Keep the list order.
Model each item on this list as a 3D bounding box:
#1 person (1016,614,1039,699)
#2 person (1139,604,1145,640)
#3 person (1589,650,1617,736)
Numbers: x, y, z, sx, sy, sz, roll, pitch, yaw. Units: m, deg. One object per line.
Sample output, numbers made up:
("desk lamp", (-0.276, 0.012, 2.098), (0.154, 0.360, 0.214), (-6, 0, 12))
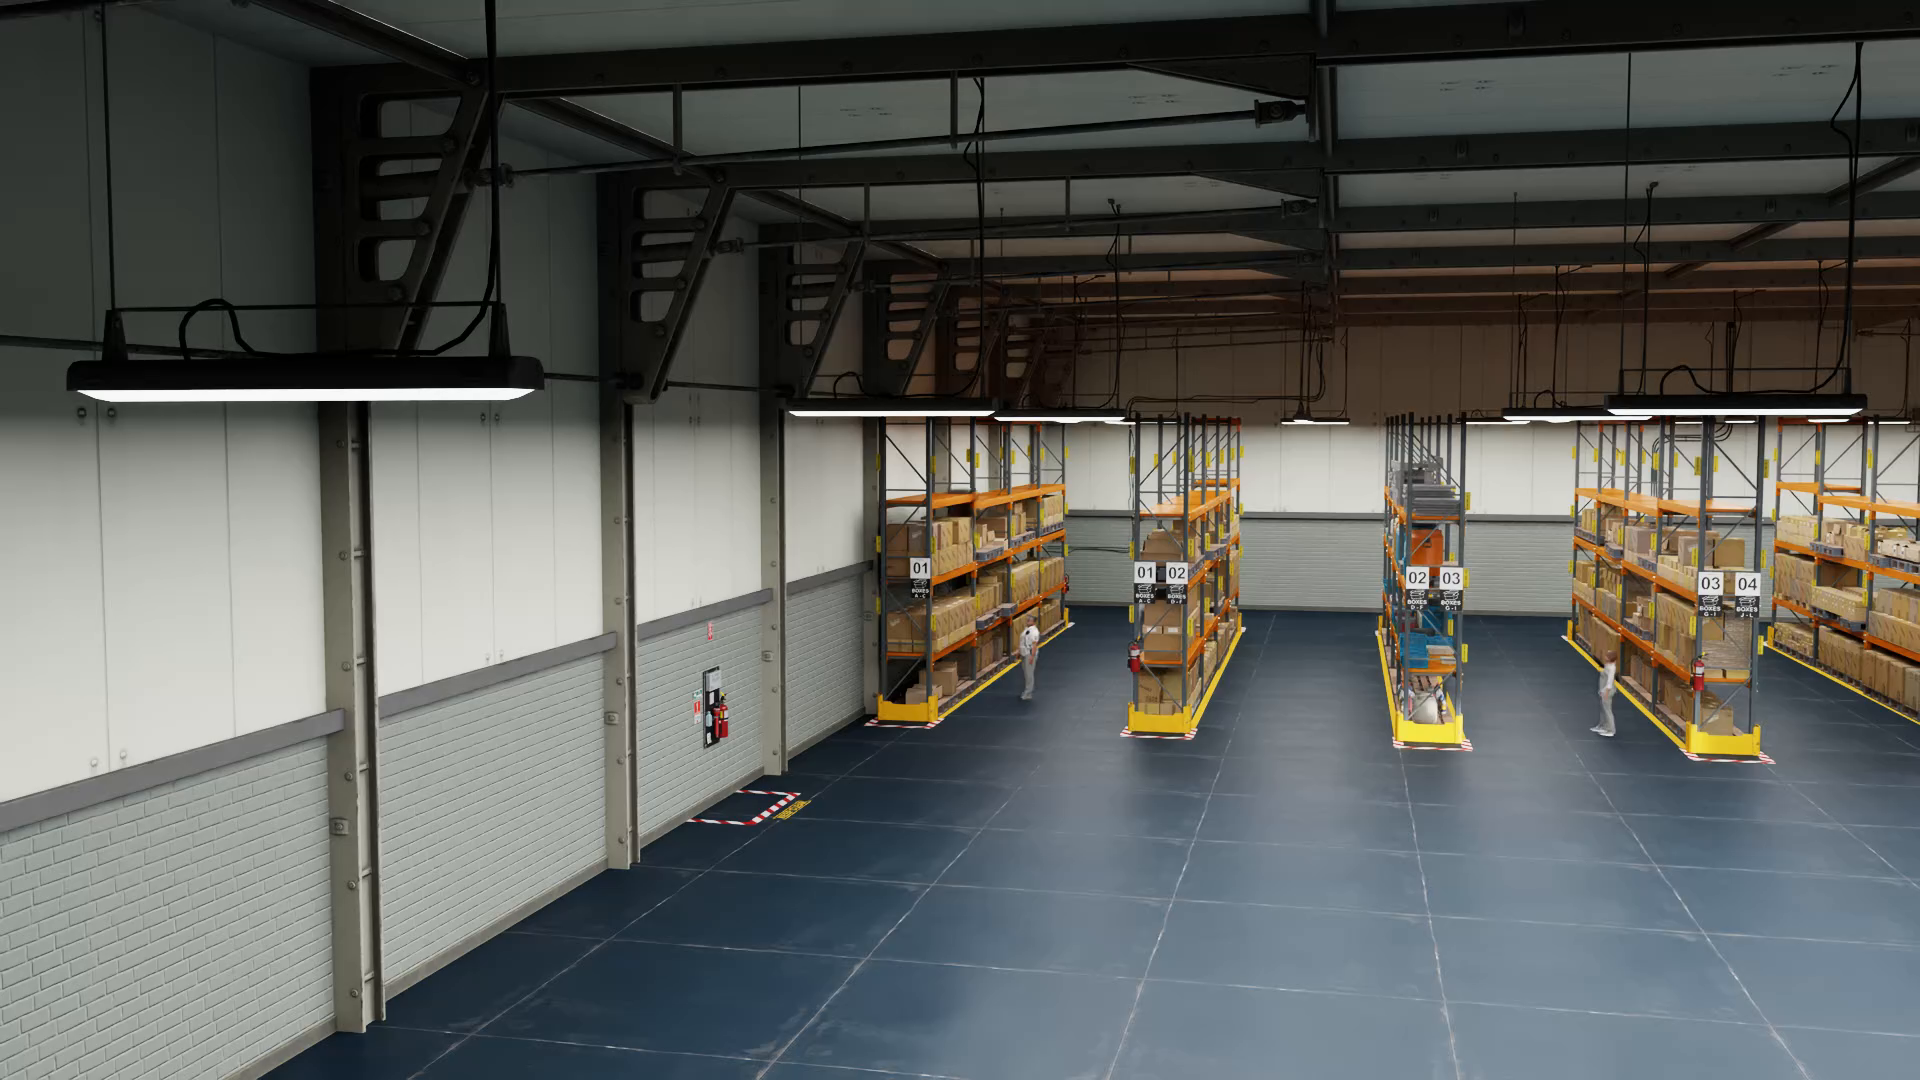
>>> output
("person", (1.413, 2.464, 35.293), (0.525, 1.798, 0.564), (-2, 4, -28))
("person", (4.935, 1.881, 44.778), (0.565, 1.673, 0.948), (1, 4, 16))
("person", (11.992, 2.836, 31.015), (0.512, 1.592, 0.446), (2, 4, 30))
